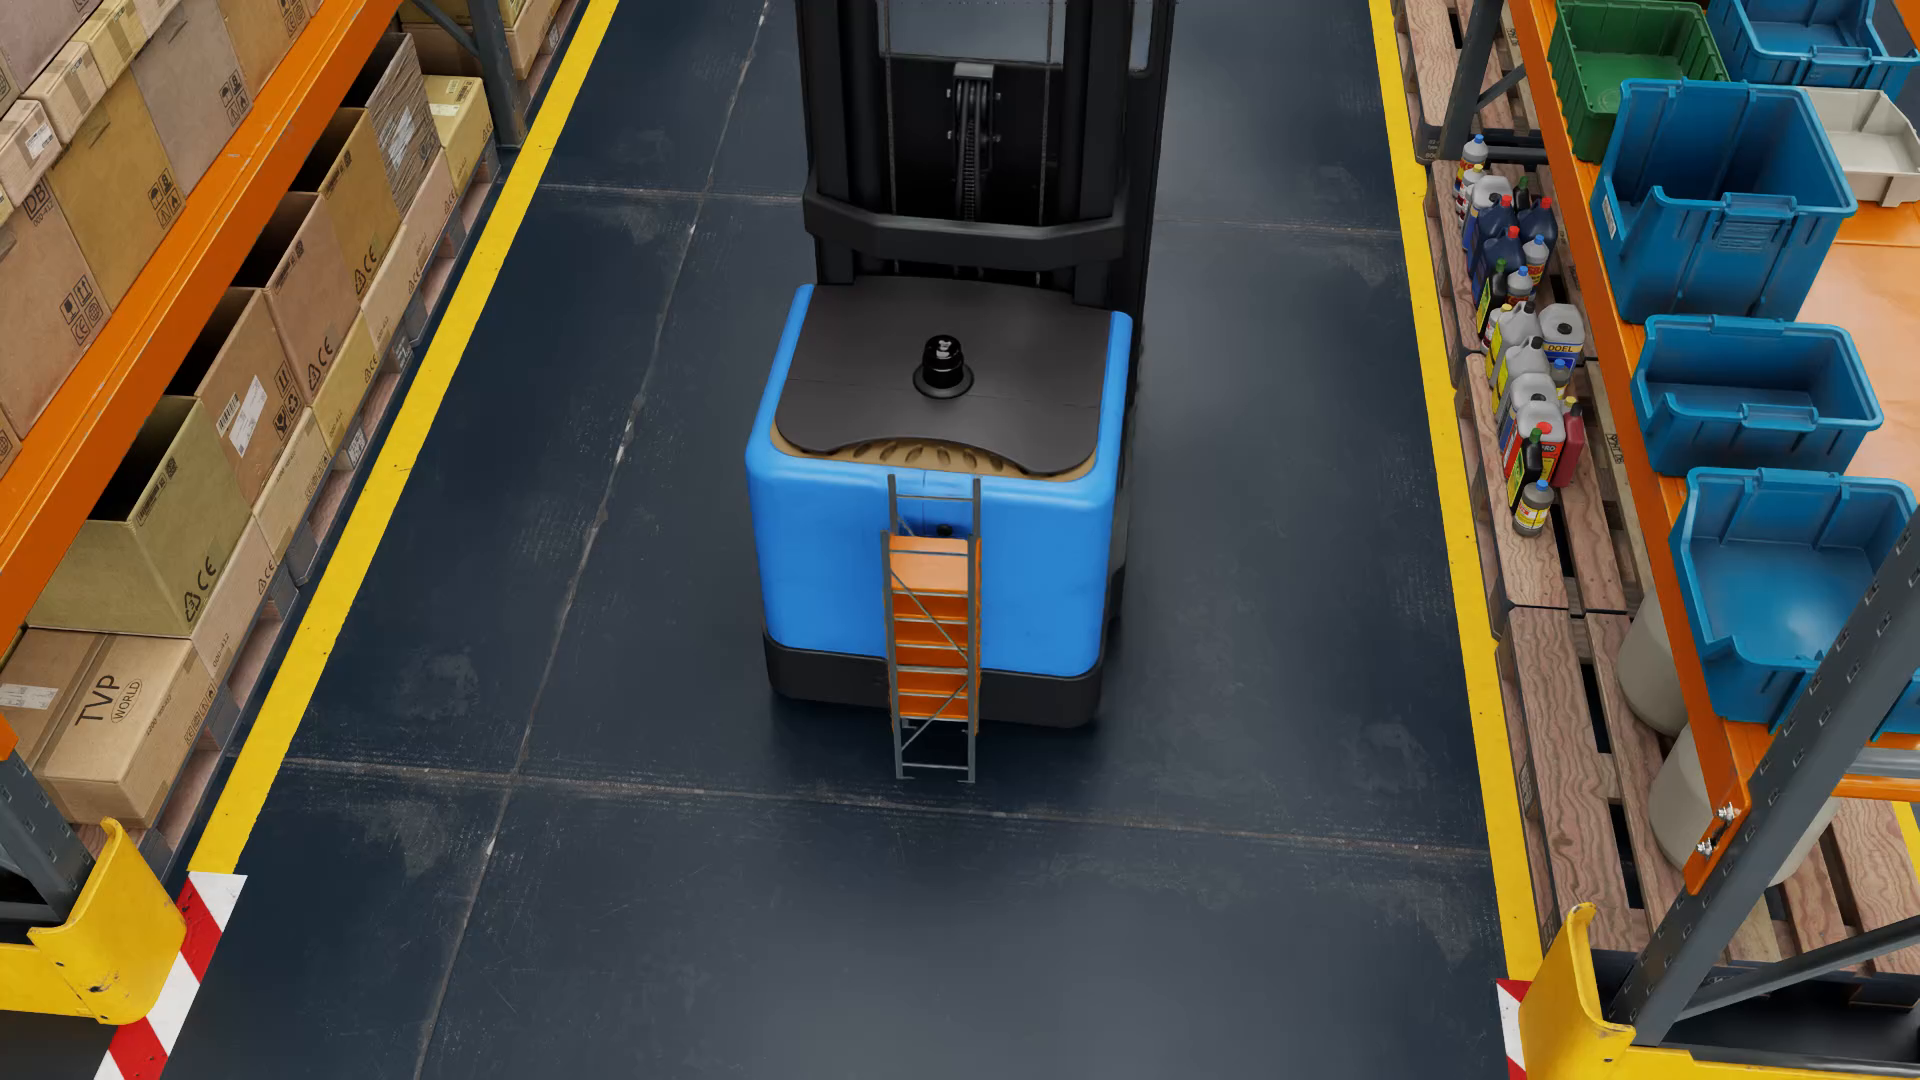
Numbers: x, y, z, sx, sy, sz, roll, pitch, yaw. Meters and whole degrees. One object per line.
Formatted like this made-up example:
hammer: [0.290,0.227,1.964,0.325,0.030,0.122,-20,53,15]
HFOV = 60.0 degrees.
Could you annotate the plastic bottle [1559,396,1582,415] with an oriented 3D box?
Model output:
plastic bottle: [2.063,-0.406,5.687,0.097,0.201,0.097,0,48,0]

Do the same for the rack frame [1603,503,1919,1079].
rack frame: [2.143,0.468,3.289,1.000,3.000,0.127,4,48,4]

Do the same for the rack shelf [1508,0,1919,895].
rack shelf: [2.325,-0.759,4.899,1.077,0.370,4.000,4,48,4]

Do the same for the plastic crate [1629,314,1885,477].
plastic crate: [1.955,-0.347,4.135,0.499,0.251,0.408,4,48,4]

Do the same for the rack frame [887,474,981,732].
rack frame: [-0.064,0.215,4.726,0.240,1.200,0.006,3,51,3]

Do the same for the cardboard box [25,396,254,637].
cardboard box: [-2.475,-0.082,4.862,0.500,0.500,0.500,4,48,4]

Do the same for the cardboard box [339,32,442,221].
cardboard box: [-2.307,-1.552,6.208,0.500,0.500,0.500,4,48,4]

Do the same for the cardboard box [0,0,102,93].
cardboard box: [-2.642,-1.478,4.122,0.700,0.500,0.500,4,48,4]

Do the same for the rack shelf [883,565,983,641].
rack shelf: [-0.071,0.164,4.516,0.258,0.103,0.180,3,51,3]

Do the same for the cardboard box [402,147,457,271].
cardboard box: [-2.305,-1.299,6.484,0.500,0.250,0.500,4,48,4]

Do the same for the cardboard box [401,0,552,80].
cardboard box: [-2.141,-2.301,7.401,0.500,0.250,0.500,3,48,3]

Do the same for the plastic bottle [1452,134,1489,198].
plastic bottle: [2.042,-1.495,6.635,0.097,0.271,0.097,0,48,0]

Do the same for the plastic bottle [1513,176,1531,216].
plastic bottle: [2.146,-1.253,6.405,0.061,0.283,0.133,4,48,4]

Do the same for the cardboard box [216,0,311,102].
cardboard box: [-2.550,-1.758,5.258,0.700,0.500,0.500,5,48,4]

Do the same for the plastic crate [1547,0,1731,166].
plastic crate: [2.103,-1.422,5.161,0.450,0.188,0.662,4,48,4]

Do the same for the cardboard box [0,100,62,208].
cardboard box: [-2.469,-0.957,4.085,0.380,0.149,0.250,3,48,3]

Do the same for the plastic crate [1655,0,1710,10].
plastic crate: [2.333,-2.075,5.657,0.767,0.338,0.504,4,48,4]

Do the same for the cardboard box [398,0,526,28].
cardboard box: [-2.139,-2.497,7.200,0.500,0.311,0.500,4,48,4]

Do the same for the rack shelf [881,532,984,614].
rack shelf: [-0.072,0.088,4.423,0.258,0.103,0.180,3,51,3]

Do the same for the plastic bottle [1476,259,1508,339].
plastic bottle: [1.947,-0.881,6.066,0.061,0.283,0.133,6,48,5]

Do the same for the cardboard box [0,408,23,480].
cardboard box: [-2.734,-0.244,3.873,0.700,0.500,0.500,4,48,4]

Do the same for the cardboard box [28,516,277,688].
cardboard box: [-2.477,0.171,5.139,0.500,0.250,0.500,4,48,4]

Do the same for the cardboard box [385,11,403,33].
cardboard box: [-2.676,-2.345,7.441,0.500,0.250,0.500,3,48,3]

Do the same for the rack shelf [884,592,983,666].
rack shelf: [-0.071,0.239,4.610,0.258,0.103,0.180,3,51,3]

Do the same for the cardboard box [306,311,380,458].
cardboard box: [-2.381,-0.563,5.811,0.500,0.250,0.500,4,48,4]

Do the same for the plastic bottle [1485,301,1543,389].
plastic bottle: [1.965,-0.710,5.863,0.144,0.351,0.185,4,48,3]

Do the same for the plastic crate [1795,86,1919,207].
plastic crate: [2.612,-1.172,4.968,0.530,0.136,0.437,4,48,4]

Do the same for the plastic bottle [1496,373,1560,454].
plastic bottle: [1.937,-0.426,5.654,0.152,0.276,0.135,3,48,2]

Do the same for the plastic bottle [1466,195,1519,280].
plastic bottle: [2.021,-1.161,6.276,0.144,0.351,0.185,5,48,5]

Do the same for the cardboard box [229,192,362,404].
cardboard box: [-2.380,-0.816,5.534,0.500,0.500,0.500,4,48,4]

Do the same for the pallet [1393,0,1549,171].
pallet: [2.540,-2.110,7.537,1.003,0.211,1.213,4,48,4]

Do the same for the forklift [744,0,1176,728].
forklift: [0.104,-1.511,5.146,1.130,2.935,3.031,6,48,5]

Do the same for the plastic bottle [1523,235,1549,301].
plastic bottle: [2.128,-1.019,6.200,0.097,0.271,0.097,0,48,0]

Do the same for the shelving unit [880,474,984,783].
shelving unit: [-0.070,0.286,4.668,0.258,1.200,0.189,3,51,3]

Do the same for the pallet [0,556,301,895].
pallet: [-2.762,0.508,5.142,1.003,0.211,1.213,4,48,4]

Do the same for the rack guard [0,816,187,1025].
rack guard: [-2.792,0.993,4.503,1.175,0.500,0.348,4,48,4]

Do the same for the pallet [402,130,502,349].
pallet: [-2.539,-1.285,6.782,1.003,0.211,1.213,4,48,4]

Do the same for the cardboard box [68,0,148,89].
cardboard box: [-2.424,-1.341,4.437,0.380,0.149,0.250,3,48,3]

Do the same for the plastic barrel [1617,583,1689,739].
plastic barrel: [2.172,0.309,4.836,0.421,0.512,0.421,0,48,0]

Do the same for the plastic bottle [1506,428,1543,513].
plastic bottle: [1.866,-0.230,5.470,0.061,0.283,0.133,5,48,4]

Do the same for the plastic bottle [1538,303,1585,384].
plastic bottle: [2.114,-0.693,5.899,0.152,0.276,0.135,4,48,4]

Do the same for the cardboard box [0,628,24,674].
cardboard box: [-3.035,0.504,4.835,0.500,0.250,0.500,4,48,4]

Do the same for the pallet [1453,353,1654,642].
pallet: [2.296,-0.141,5.736,1.003,0.211,1.213,4,48,4]

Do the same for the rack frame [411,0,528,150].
rack frame: [-2.425,-2.807,6.285,1.000,3.000,0.127,4,48,4]

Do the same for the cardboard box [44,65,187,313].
cardboard box: [-2.640,-0.995,4.559,0.700,0.500,0.500,4,48,4]

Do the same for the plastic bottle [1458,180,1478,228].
plastic bottle: [2.023,-1.322,6.524,0.097,0.201,0.097,0,48,0]
